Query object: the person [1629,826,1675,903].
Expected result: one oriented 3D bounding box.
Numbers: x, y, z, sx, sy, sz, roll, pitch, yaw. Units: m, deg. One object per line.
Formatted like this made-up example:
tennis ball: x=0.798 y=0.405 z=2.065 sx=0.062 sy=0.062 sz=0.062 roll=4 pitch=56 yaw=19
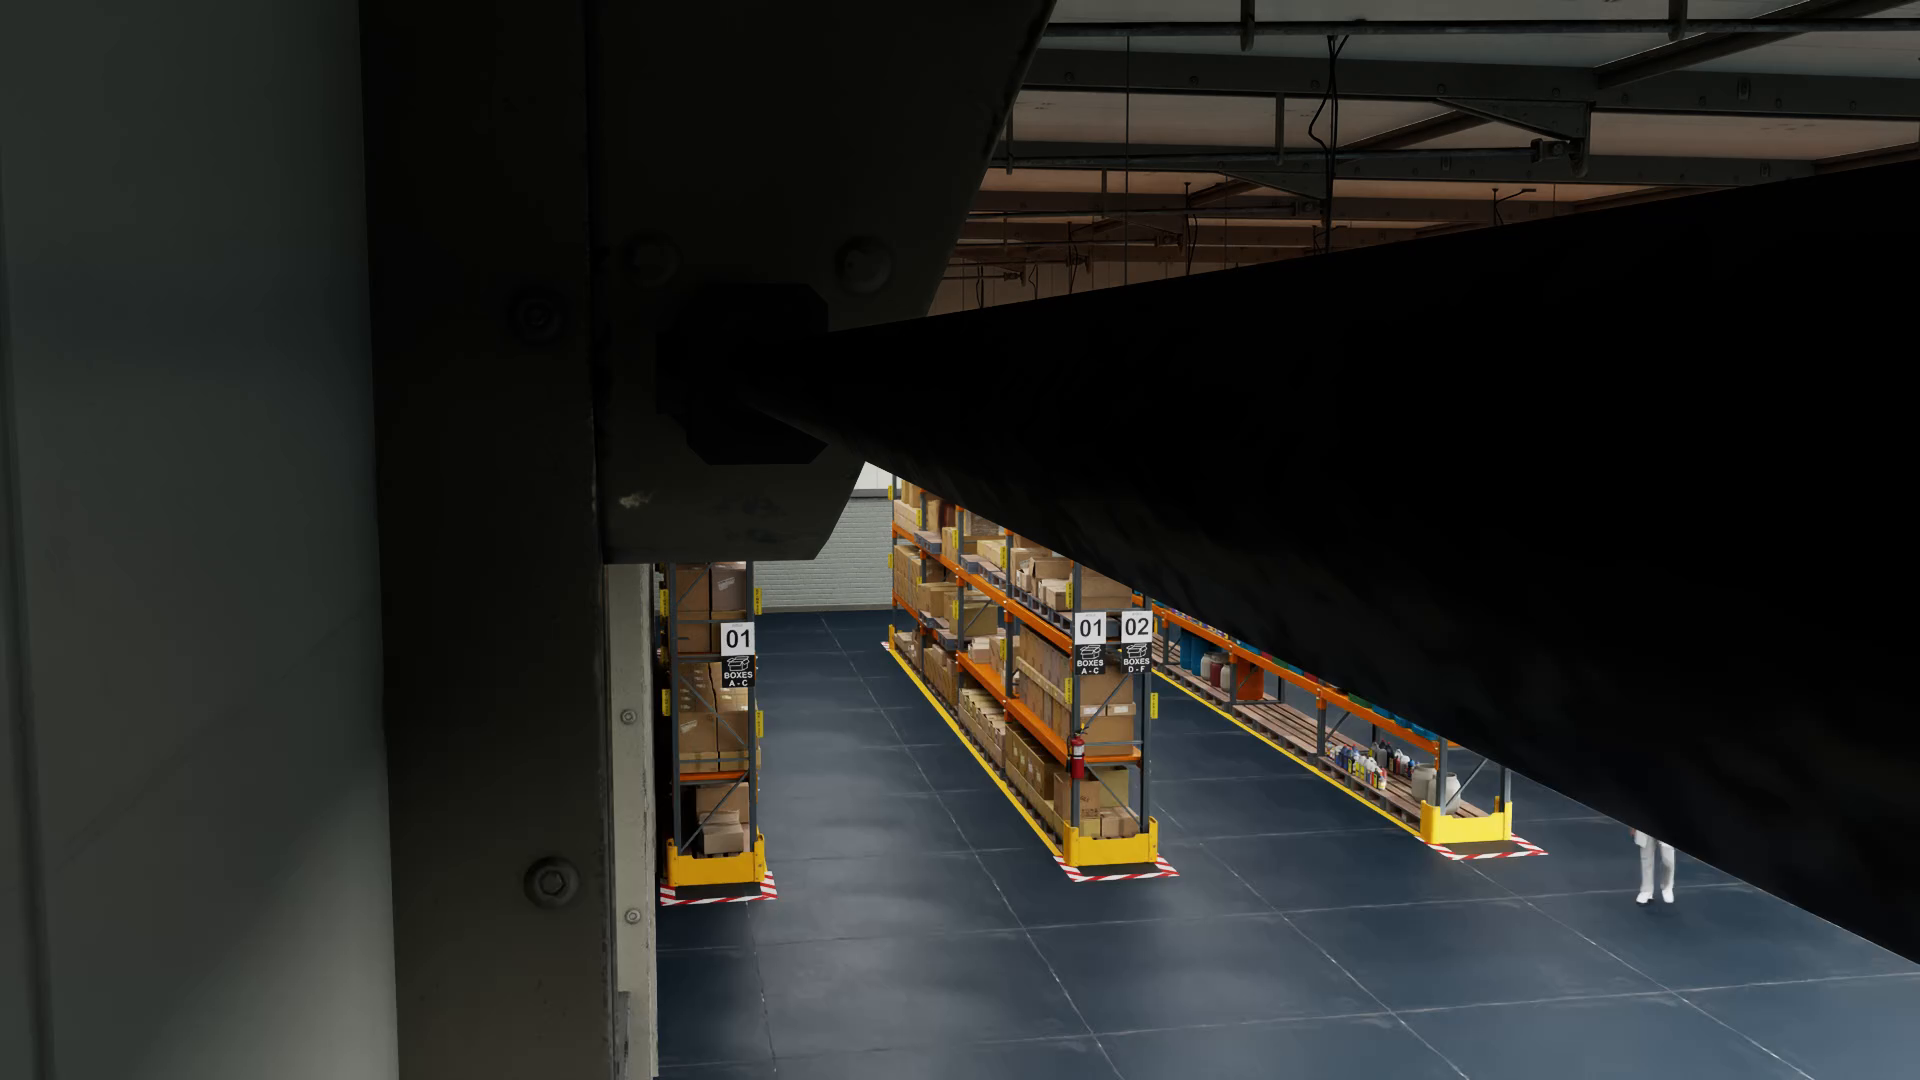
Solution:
person: x=8.129 y=3.341 z=19.415 sx=0.632 sy=1.781 sz=0.495 roll=4 pitch=7 yaw=34
